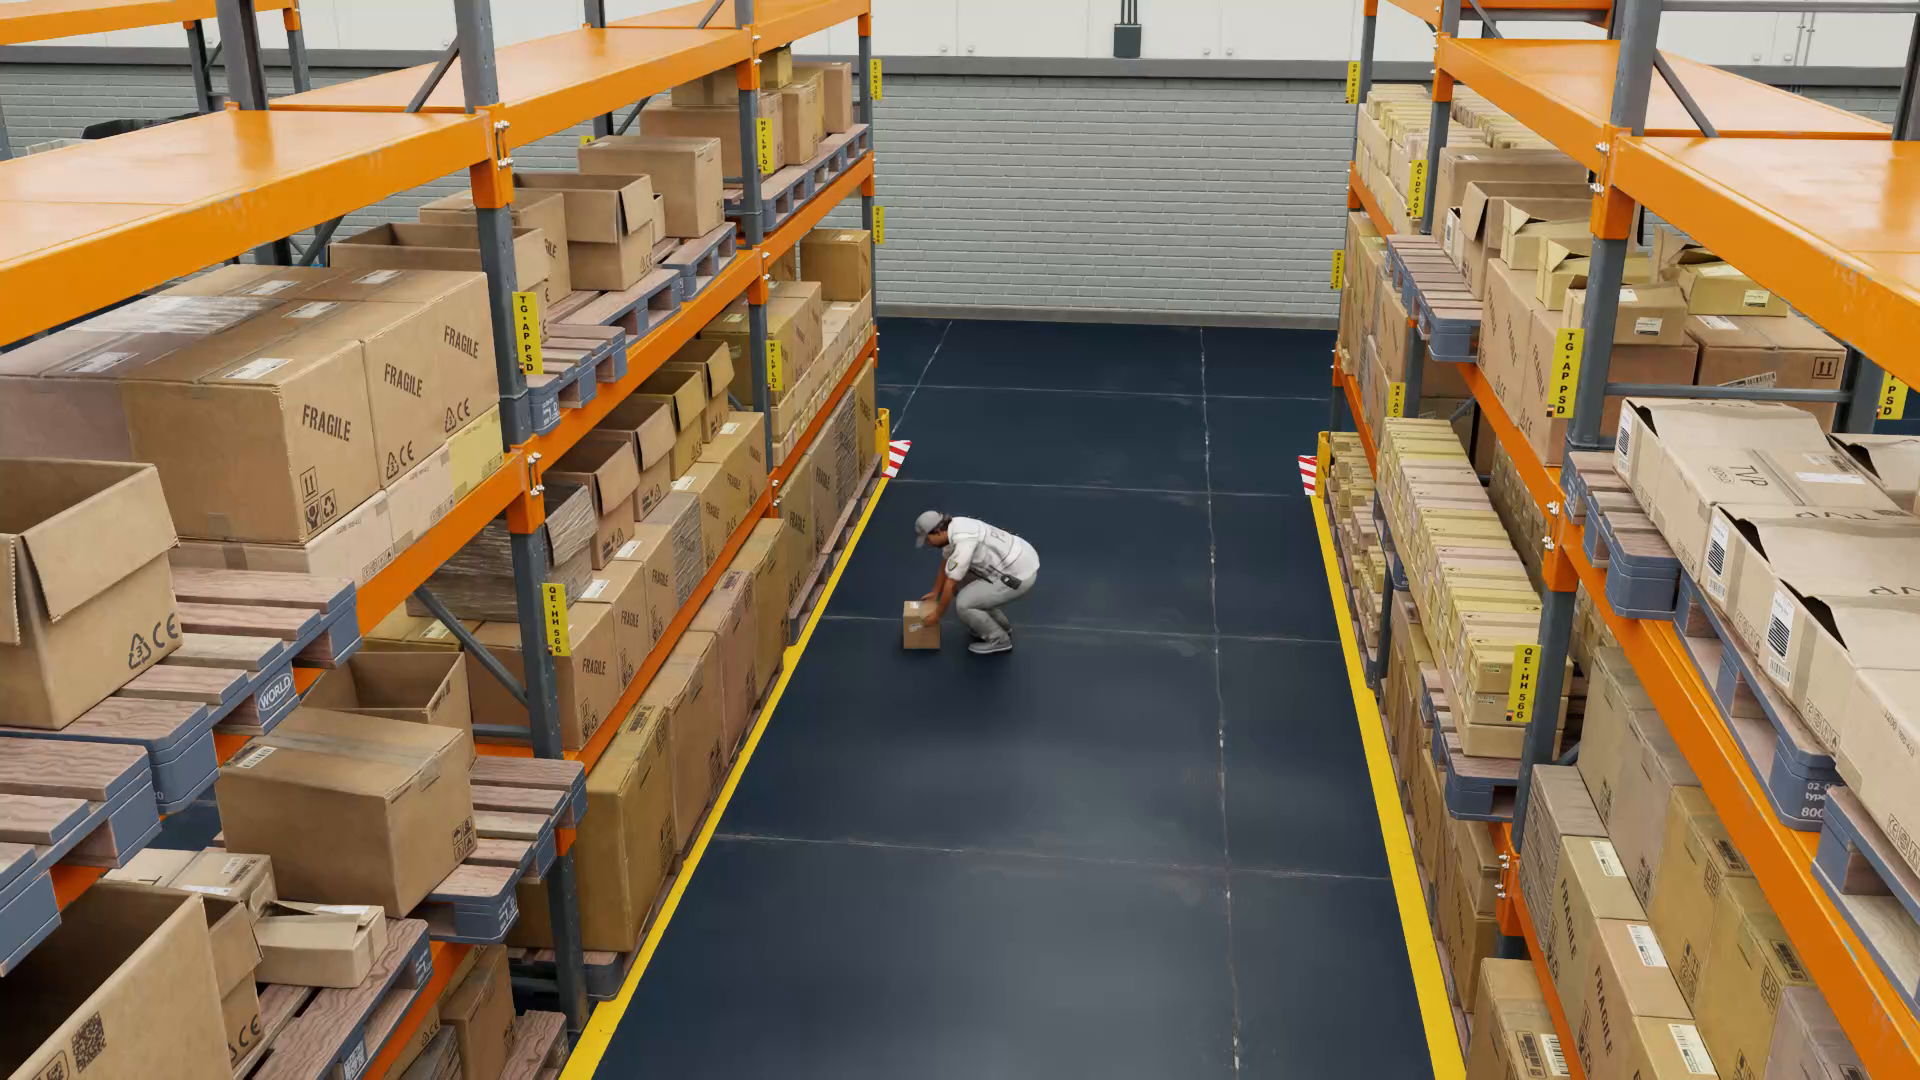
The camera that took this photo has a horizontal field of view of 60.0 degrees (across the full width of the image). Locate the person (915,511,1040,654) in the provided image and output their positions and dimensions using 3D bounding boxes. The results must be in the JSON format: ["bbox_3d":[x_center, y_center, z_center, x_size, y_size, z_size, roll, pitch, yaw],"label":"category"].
[{"bbox_3d":[0.117,0.258,11.353,0.846,0.992,0.526,0,21,0],"label":"person"}]
